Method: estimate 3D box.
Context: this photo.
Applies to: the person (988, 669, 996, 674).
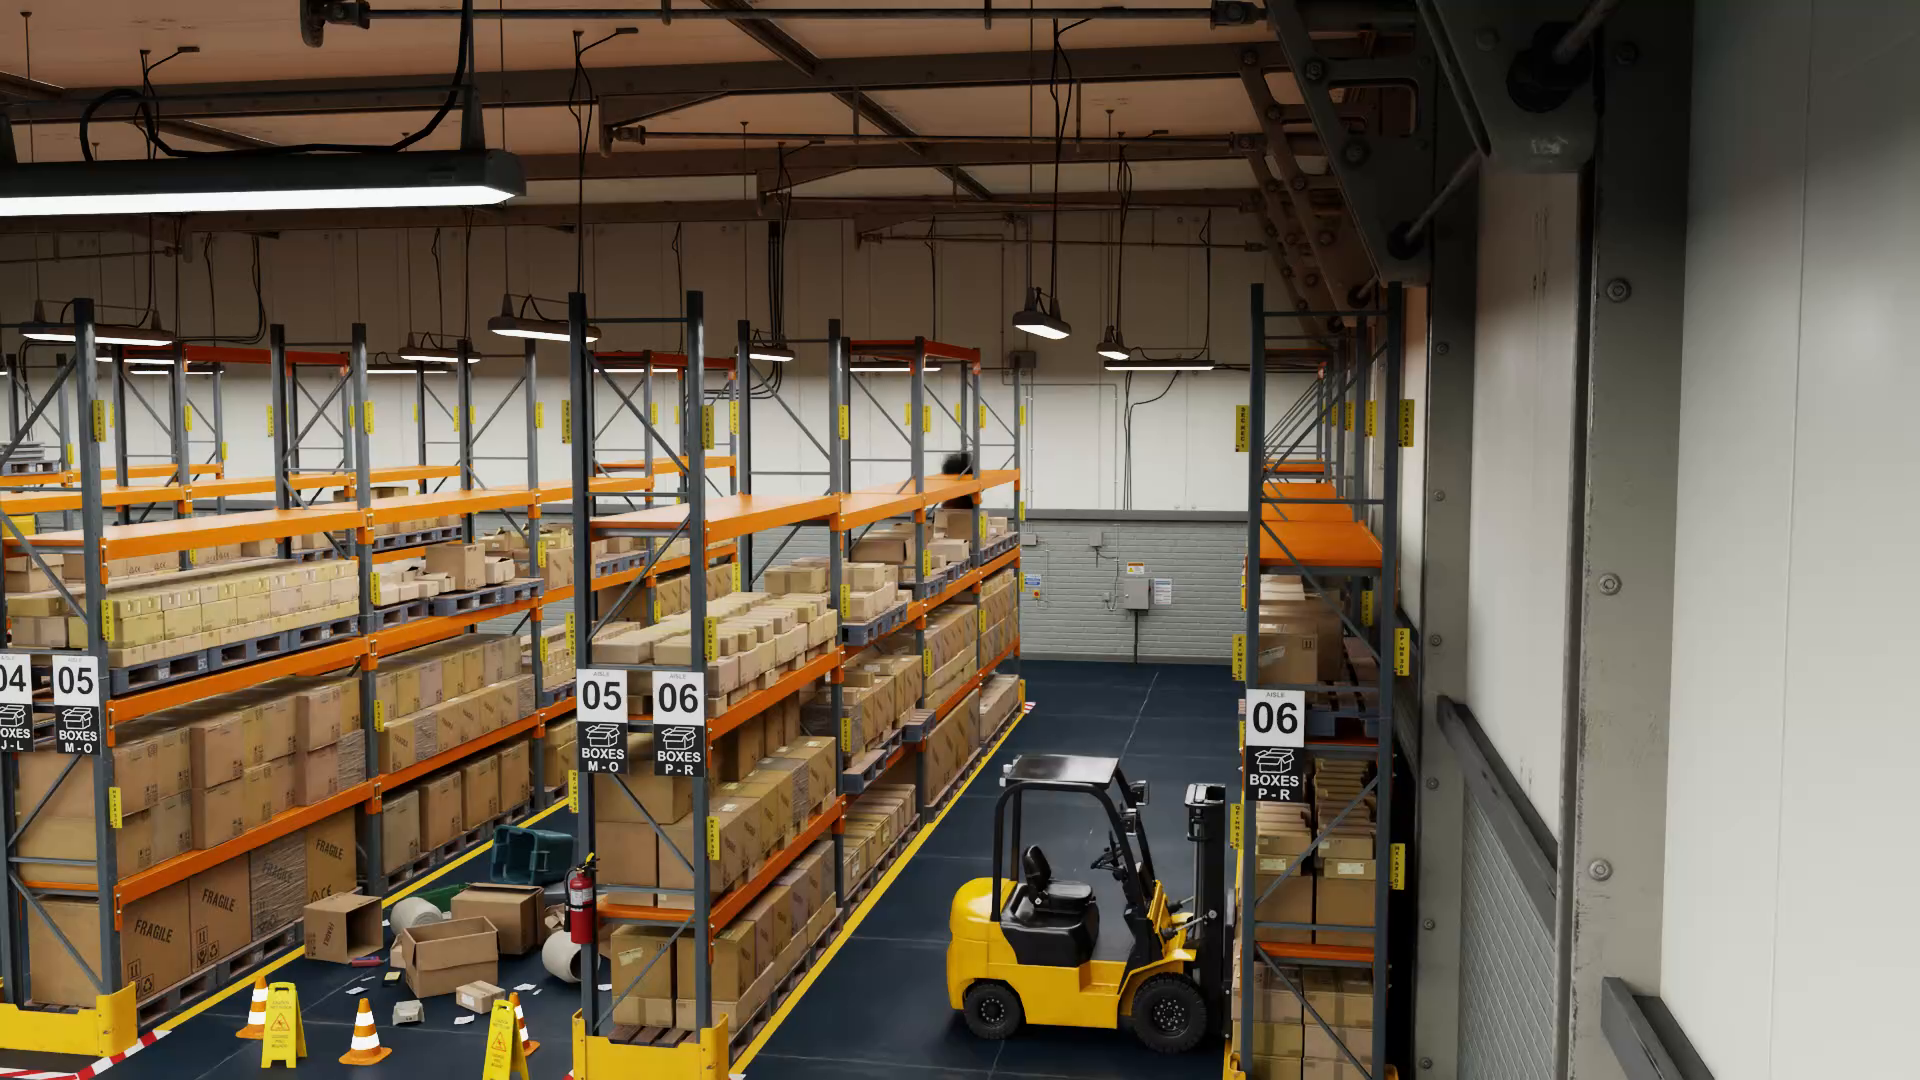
[{"bbox_3d":[0.439,1.961,29.694,0.559,1.651,0.667,4,6,39],"label":"person"}]
